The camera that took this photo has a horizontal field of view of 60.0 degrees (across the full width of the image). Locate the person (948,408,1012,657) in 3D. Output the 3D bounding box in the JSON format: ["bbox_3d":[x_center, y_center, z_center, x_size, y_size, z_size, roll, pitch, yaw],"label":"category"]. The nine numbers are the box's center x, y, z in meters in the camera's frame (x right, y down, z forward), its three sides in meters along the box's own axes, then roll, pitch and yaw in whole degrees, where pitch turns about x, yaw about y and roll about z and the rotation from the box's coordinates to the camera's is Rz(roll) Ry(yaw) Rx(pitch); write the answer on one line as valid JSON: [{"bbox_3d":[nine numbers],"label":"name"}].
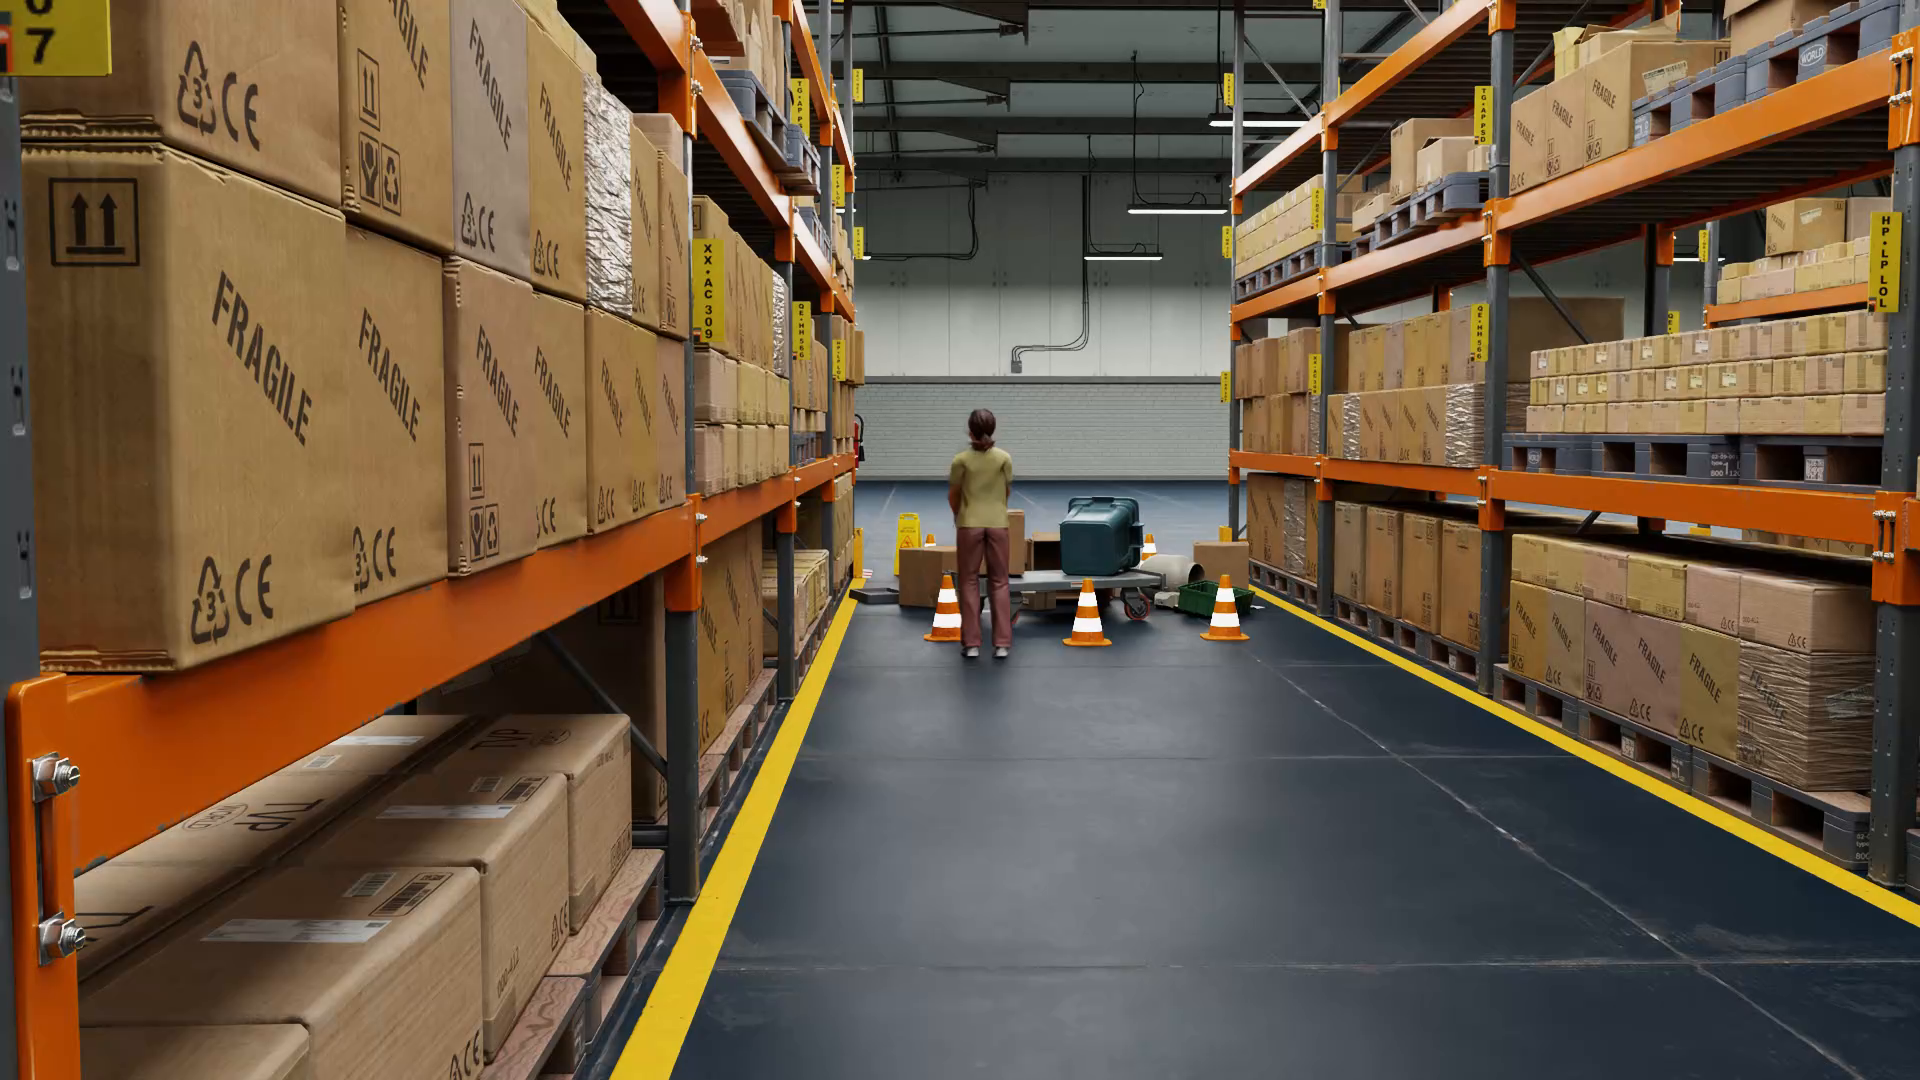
[{"bbox_3d":[0.128,-0.045,11.230,0.438,1.659,0.543,-1,4,-9],"label":"person"}]
